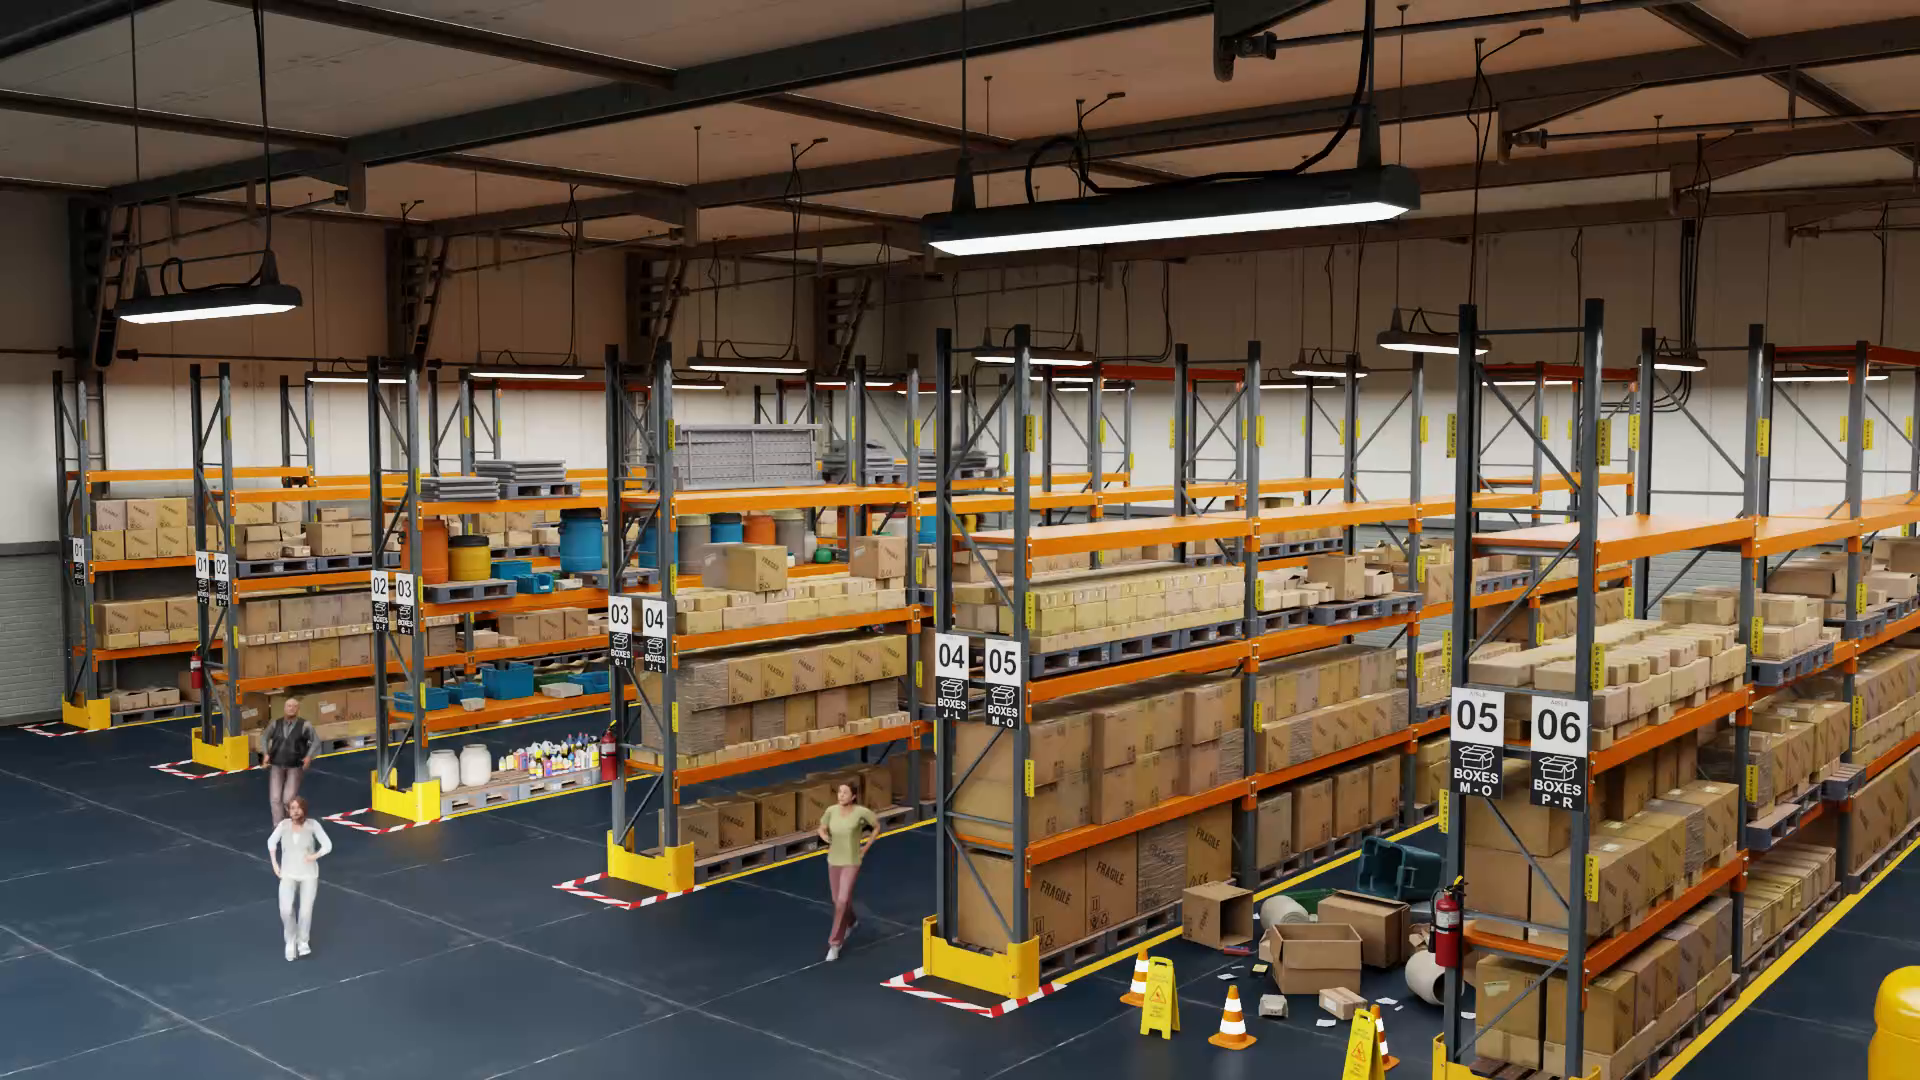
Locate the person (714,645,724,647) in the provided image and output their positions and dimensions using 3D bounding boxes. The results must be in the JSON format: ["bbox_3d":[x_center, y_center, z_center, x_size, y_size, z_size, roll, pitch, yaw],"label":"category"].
[{"bbox_3d":[-4.039,2.254,27.772,0.658,1.756,0.971,3,5,38],"label":"person"}]

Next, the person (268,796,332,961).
[{"bbox_3d":[-6.295,3.222,15.852,0.593,1.577,0.557,-1,4,-14],"label":"person"}]

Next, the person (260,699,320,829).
[{"bbox_3d":[-8.397,2.838,20.811,0.717,1.696,0.527,-1,4,-8],"label":"person"}]

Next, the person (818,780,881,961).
[{"bbox_3d":[-1.094,3.173,16.163,0.591,1.731,0.749,2,4,21],"label":"person"}]
